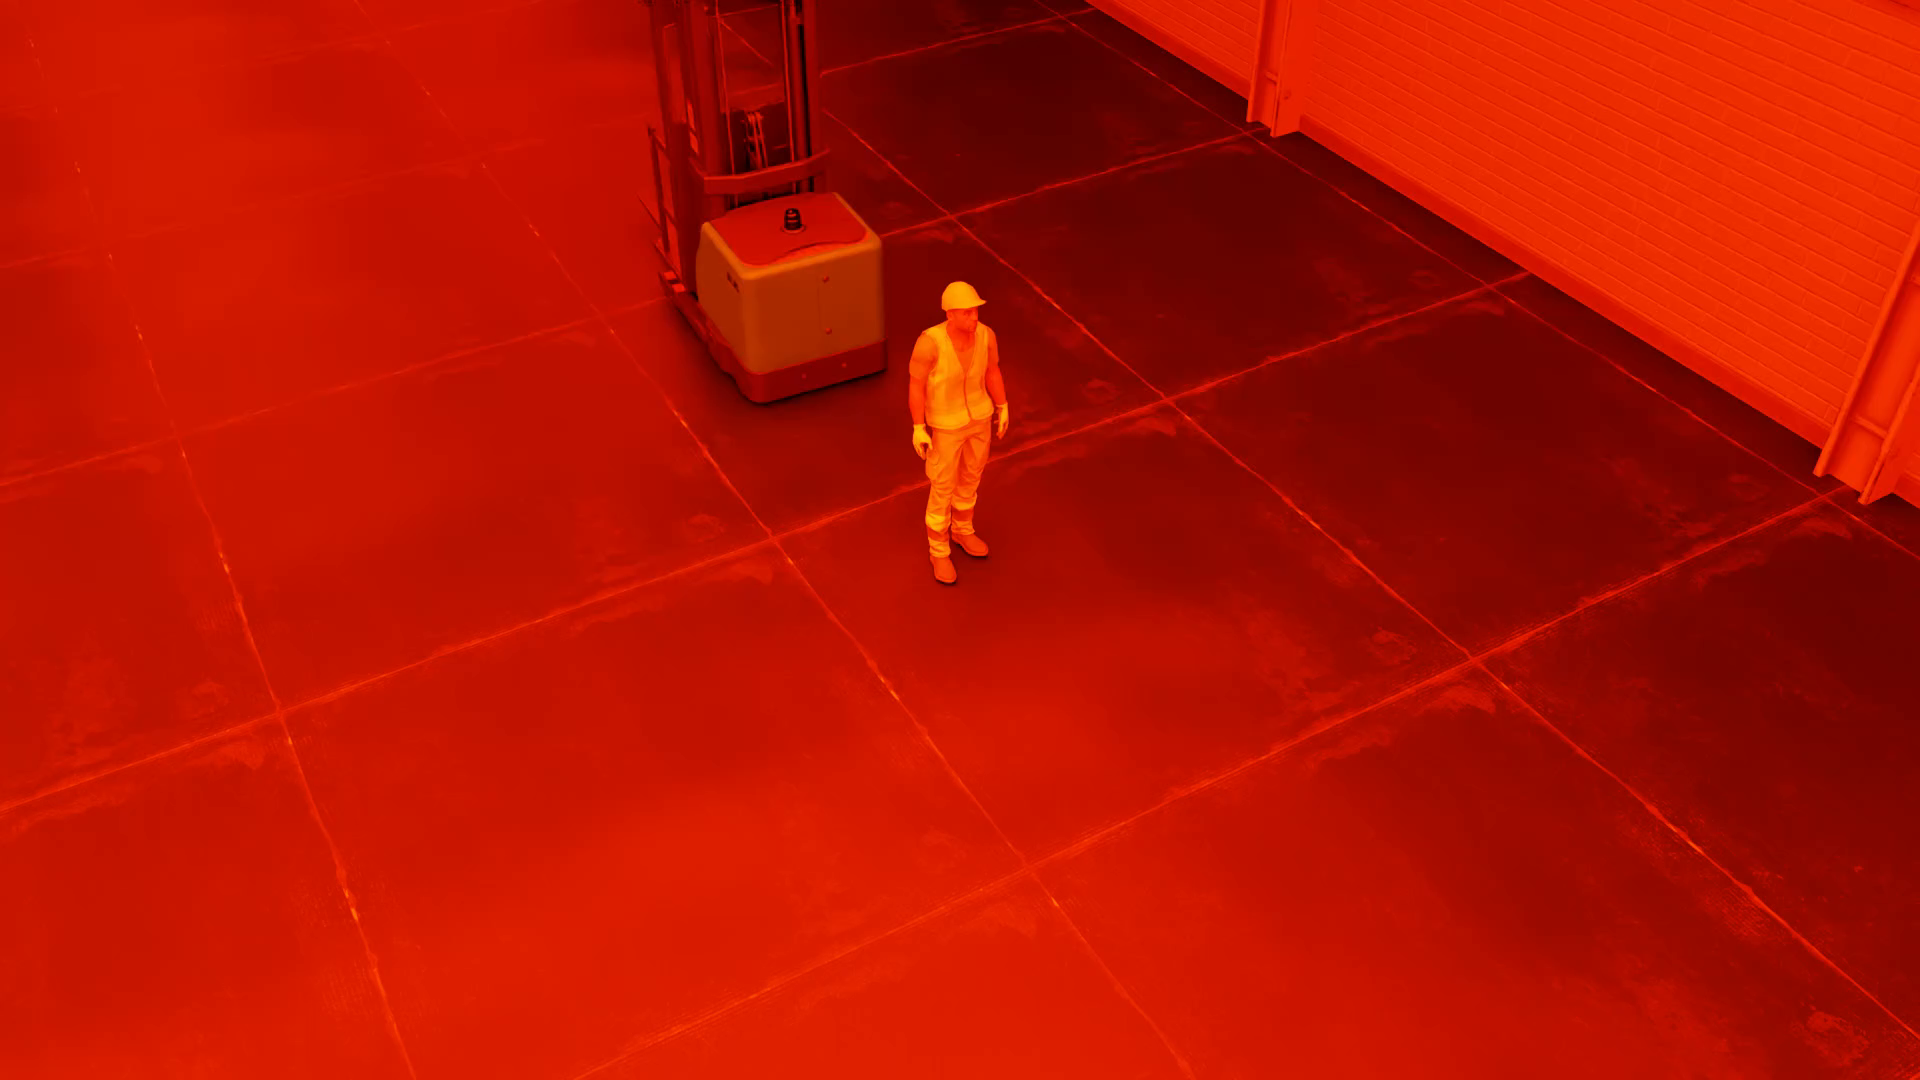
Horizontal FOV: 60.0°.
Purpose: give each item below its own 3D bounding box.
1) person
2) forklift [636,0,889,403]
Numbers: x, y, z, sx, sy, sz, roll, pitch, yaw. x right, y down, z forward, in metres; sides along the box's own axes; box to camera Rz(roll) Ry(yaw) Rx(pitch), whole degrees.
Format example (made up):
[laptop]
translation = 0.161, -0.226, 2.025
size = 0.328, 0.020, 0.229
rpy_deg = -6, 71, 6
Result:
[person]
translation = 0.030, -0.646, 9.698
size = 0.637, 1.790, 0.562
rpy_deg = -20, 44, -23
[forklift]
translation = -1.618, -2.997, 11.649
size = 1.130, 2.935, 3.031
rpy_deg = -18, 43, -20
